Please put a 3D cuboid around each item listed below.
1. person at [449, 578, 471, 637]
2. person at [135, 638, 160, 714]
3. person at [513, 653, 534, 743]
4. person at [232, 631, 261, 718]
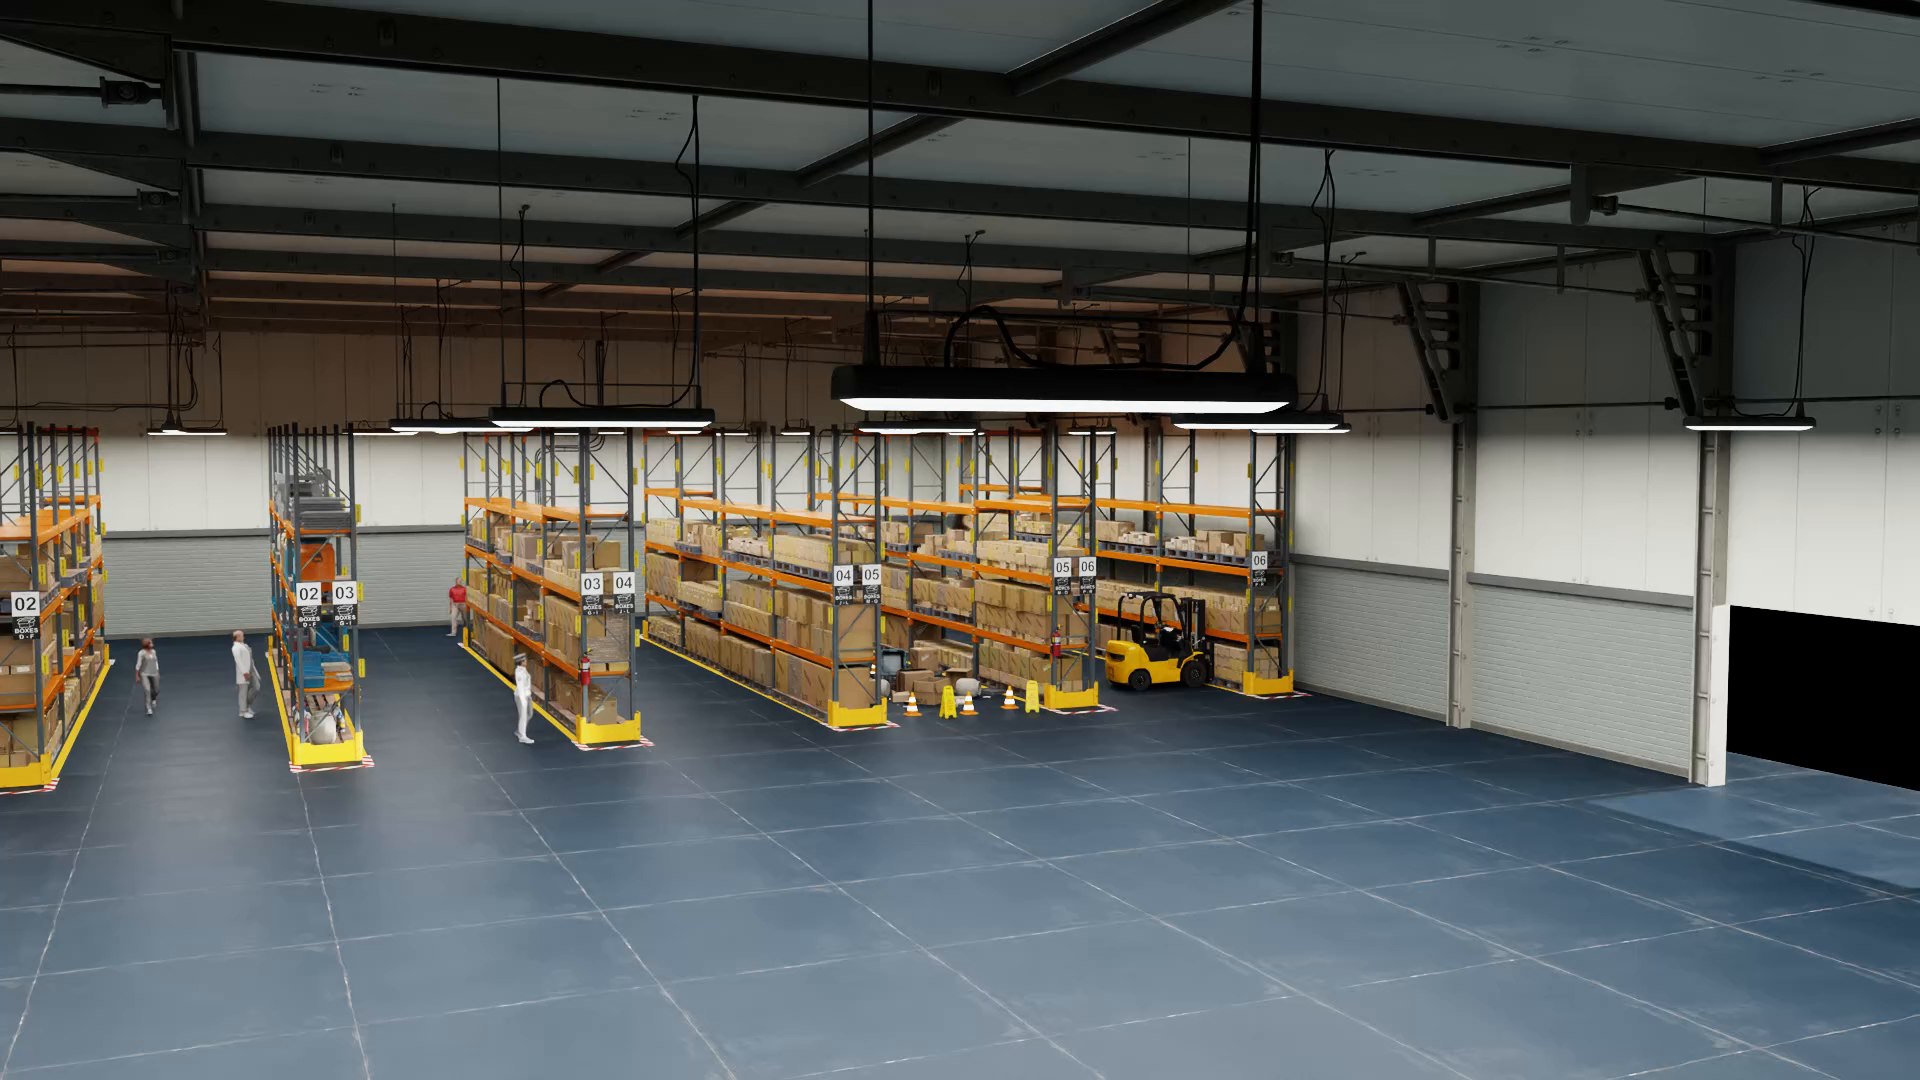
[{"bbox_3d":[-14.496,1.932,48.159,0.612,1.676,1.045,0,3,0],"label":"person"},{"bbox_3d":[-16.928,2.822,34.606,0.460,1.548,0.735,-3,4,-36],"label":"person"},{"bbox_3d":[-8.237,2.971,31.382,0.430,1.699,0.542,0,3,2],"label":"person"},{"bbox_3d":[-14.709,2.750,34.244,0.538,1.784,0.680,1,4,12],"label":"person"}]
